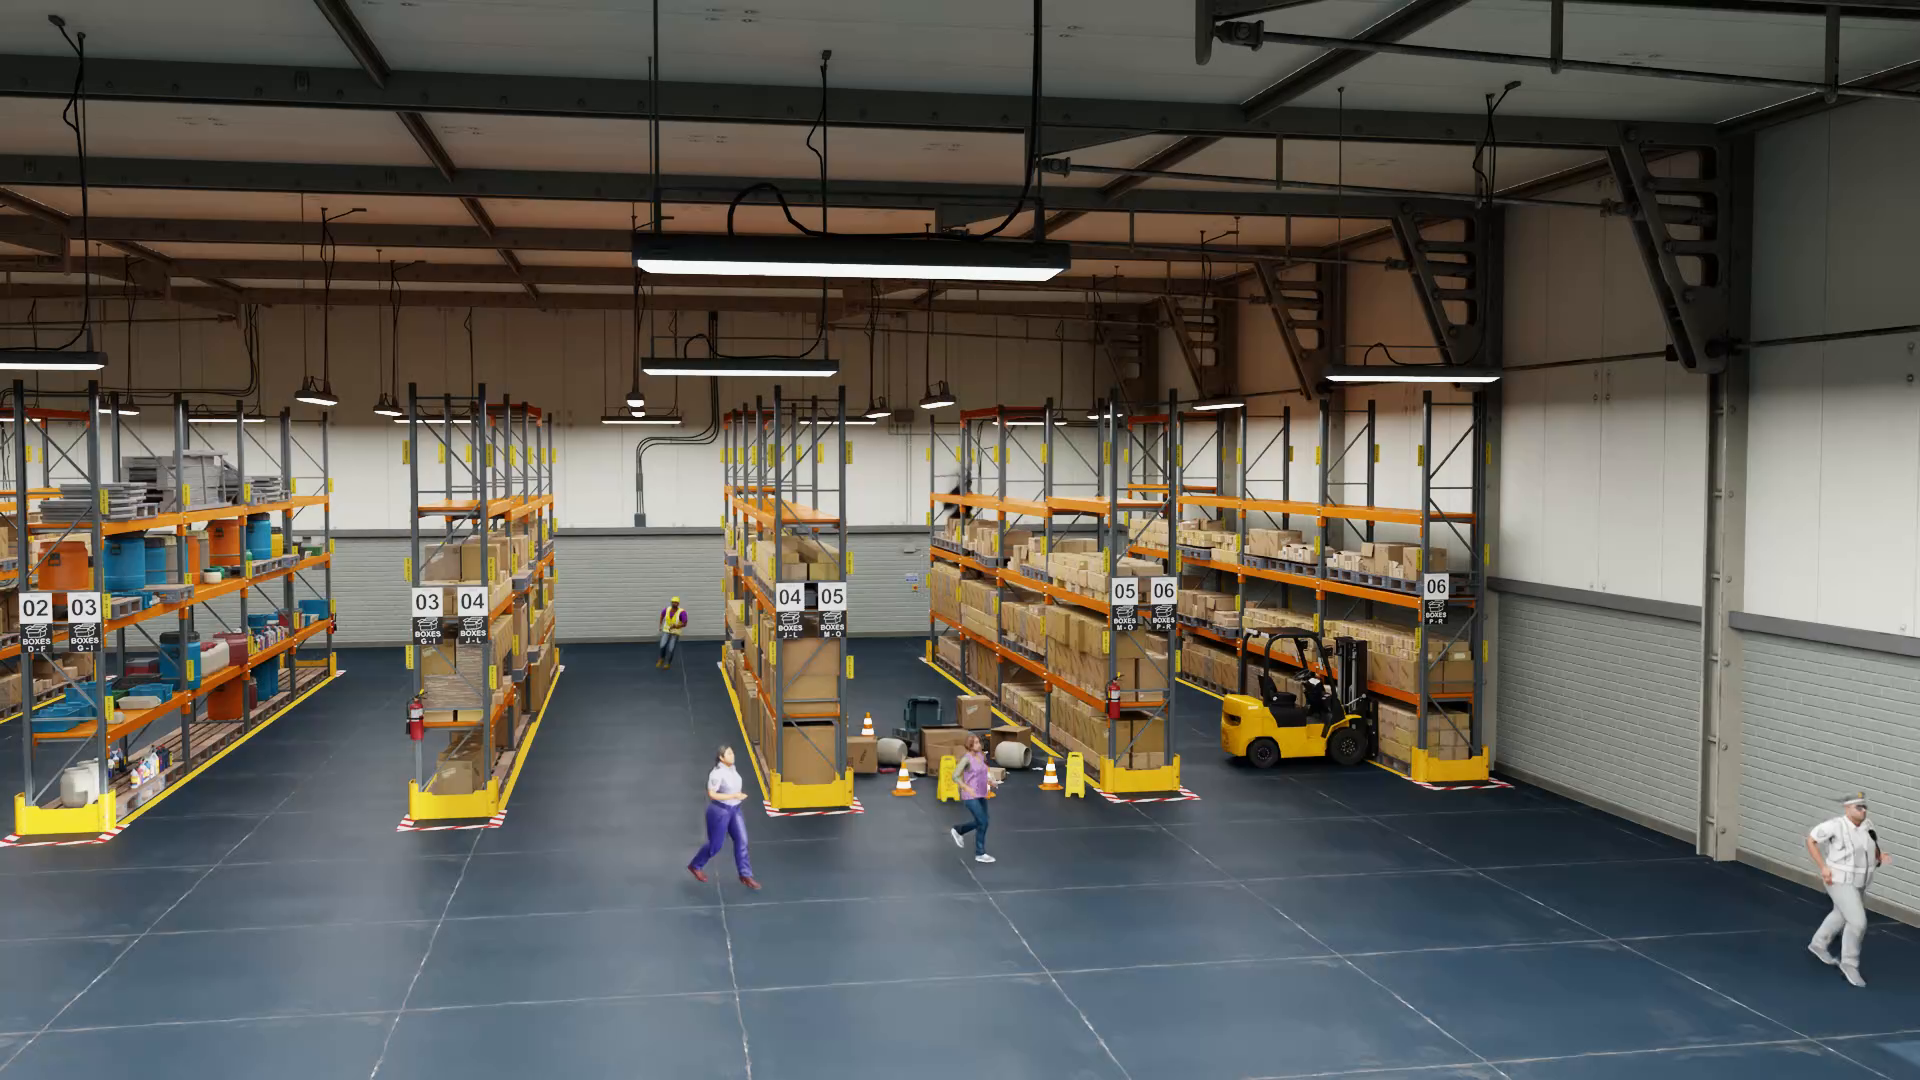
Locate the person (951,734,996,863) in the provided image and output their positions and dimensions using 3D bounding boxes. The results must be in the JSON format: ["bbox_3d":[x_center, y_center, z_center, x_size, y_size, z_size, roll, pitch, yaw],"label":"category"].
[{"bbox_3d":[0.137,3.178,20.567,0.705,1.556,0.544,2,4,36],"label":"person"}]

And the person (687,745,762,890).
[{"bbox_3d":[-2.740,3.192,19.210,0.905,1.671,0.606,1,3,26],"label":"person"}]

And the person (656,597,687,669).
[{"bbox_3d":[-6.749,2.170,38.881,0.763,1.711,0.612,0,3,3],"label":"person"}]

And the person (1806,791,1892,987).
[{"bbox_3d":[8.545,3.308,16.008,0.650,1.849,0.793,-1,3,-26],"label":"person"}]
